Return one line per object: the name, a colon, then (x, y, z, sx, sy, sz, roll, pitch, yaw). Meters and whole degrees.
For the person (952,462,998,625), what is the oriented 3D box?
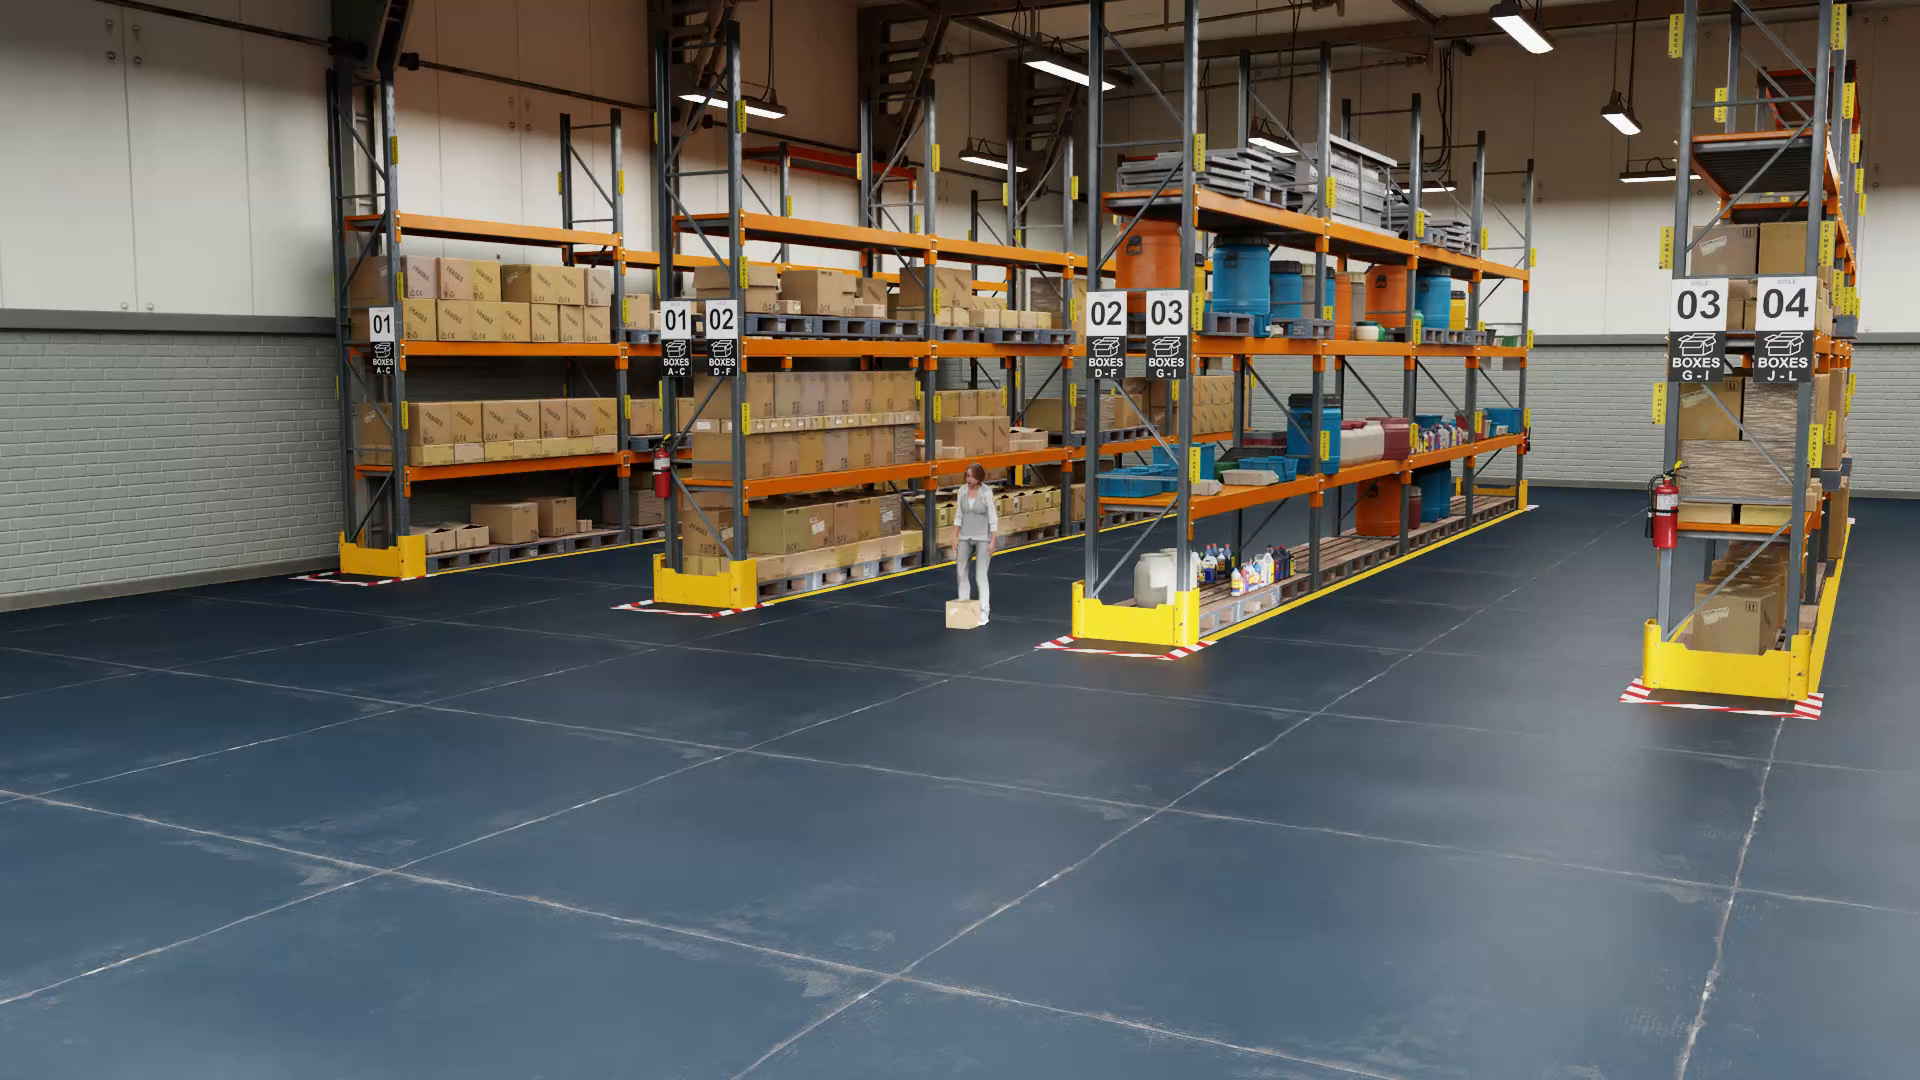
person: (0.138, 0.029, 16.306, 0.482, 1.591, 0.350, 3, 7, 25)
